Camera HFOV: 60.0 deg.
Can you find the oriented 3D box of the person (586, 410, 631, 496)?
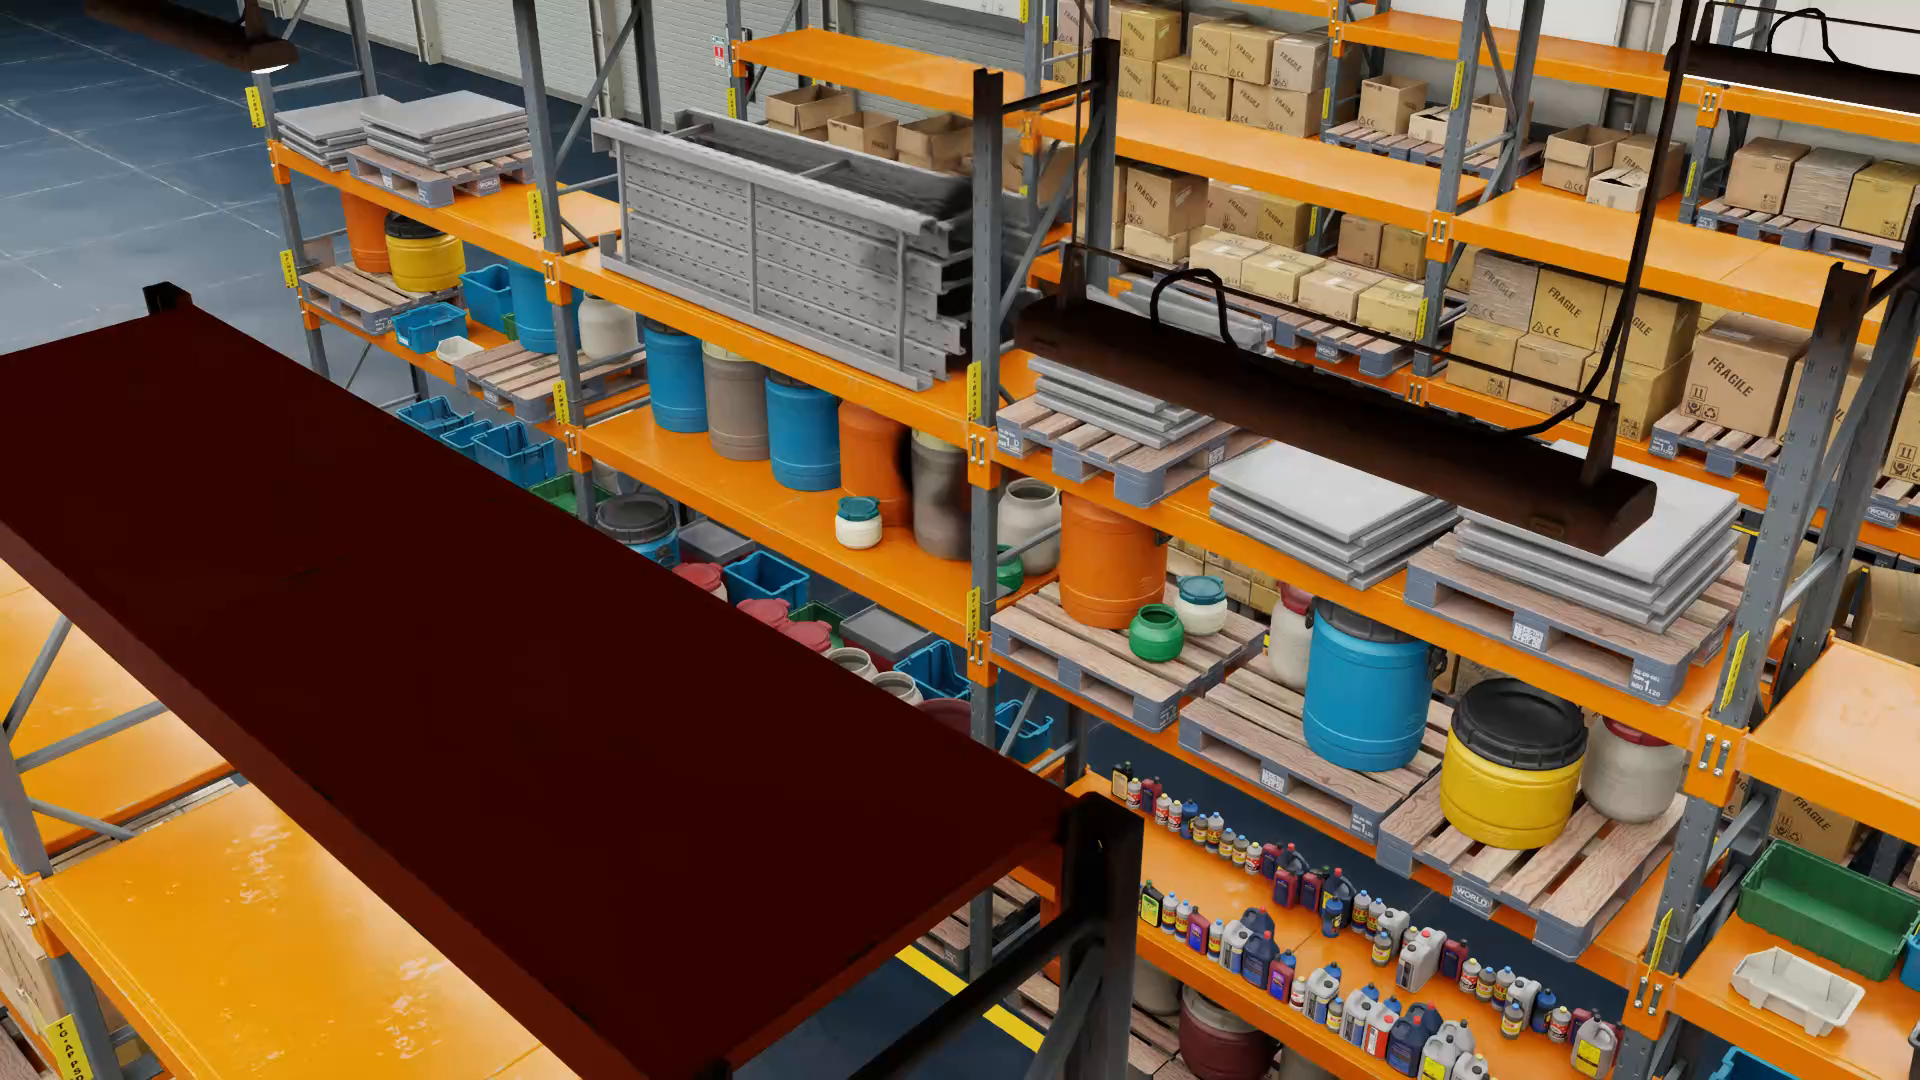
[{"bbox_3d":[-3.367,-0.754,15.908,0.782,1.693,0.565,22,36,34],"label":"person"}]
